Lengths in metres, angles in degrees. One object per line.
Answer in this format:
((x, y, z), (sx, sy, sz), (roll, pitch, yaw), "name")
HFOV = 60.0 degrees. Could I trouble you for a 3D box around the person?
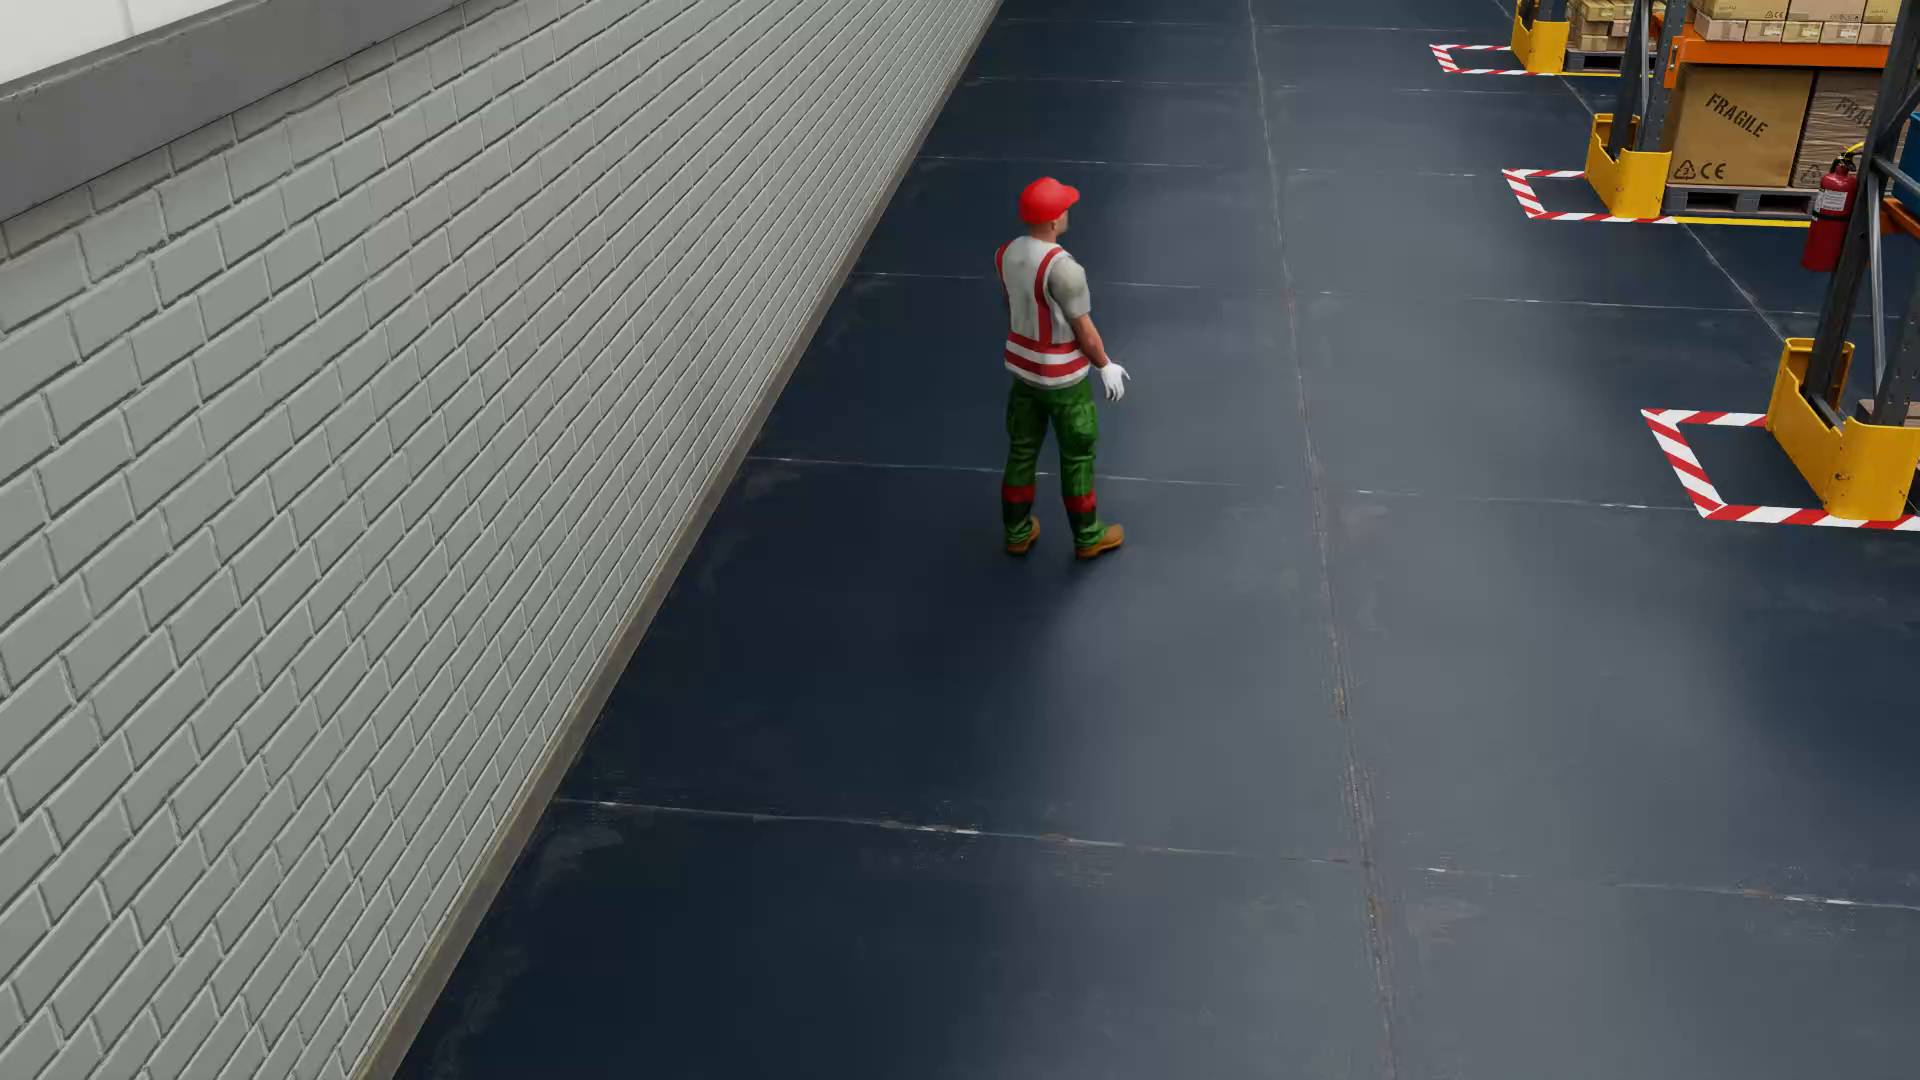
((0.471, -0.777, 7.520), (0.543, 1.793, 0.590), (-22, 35, -35), "person")
